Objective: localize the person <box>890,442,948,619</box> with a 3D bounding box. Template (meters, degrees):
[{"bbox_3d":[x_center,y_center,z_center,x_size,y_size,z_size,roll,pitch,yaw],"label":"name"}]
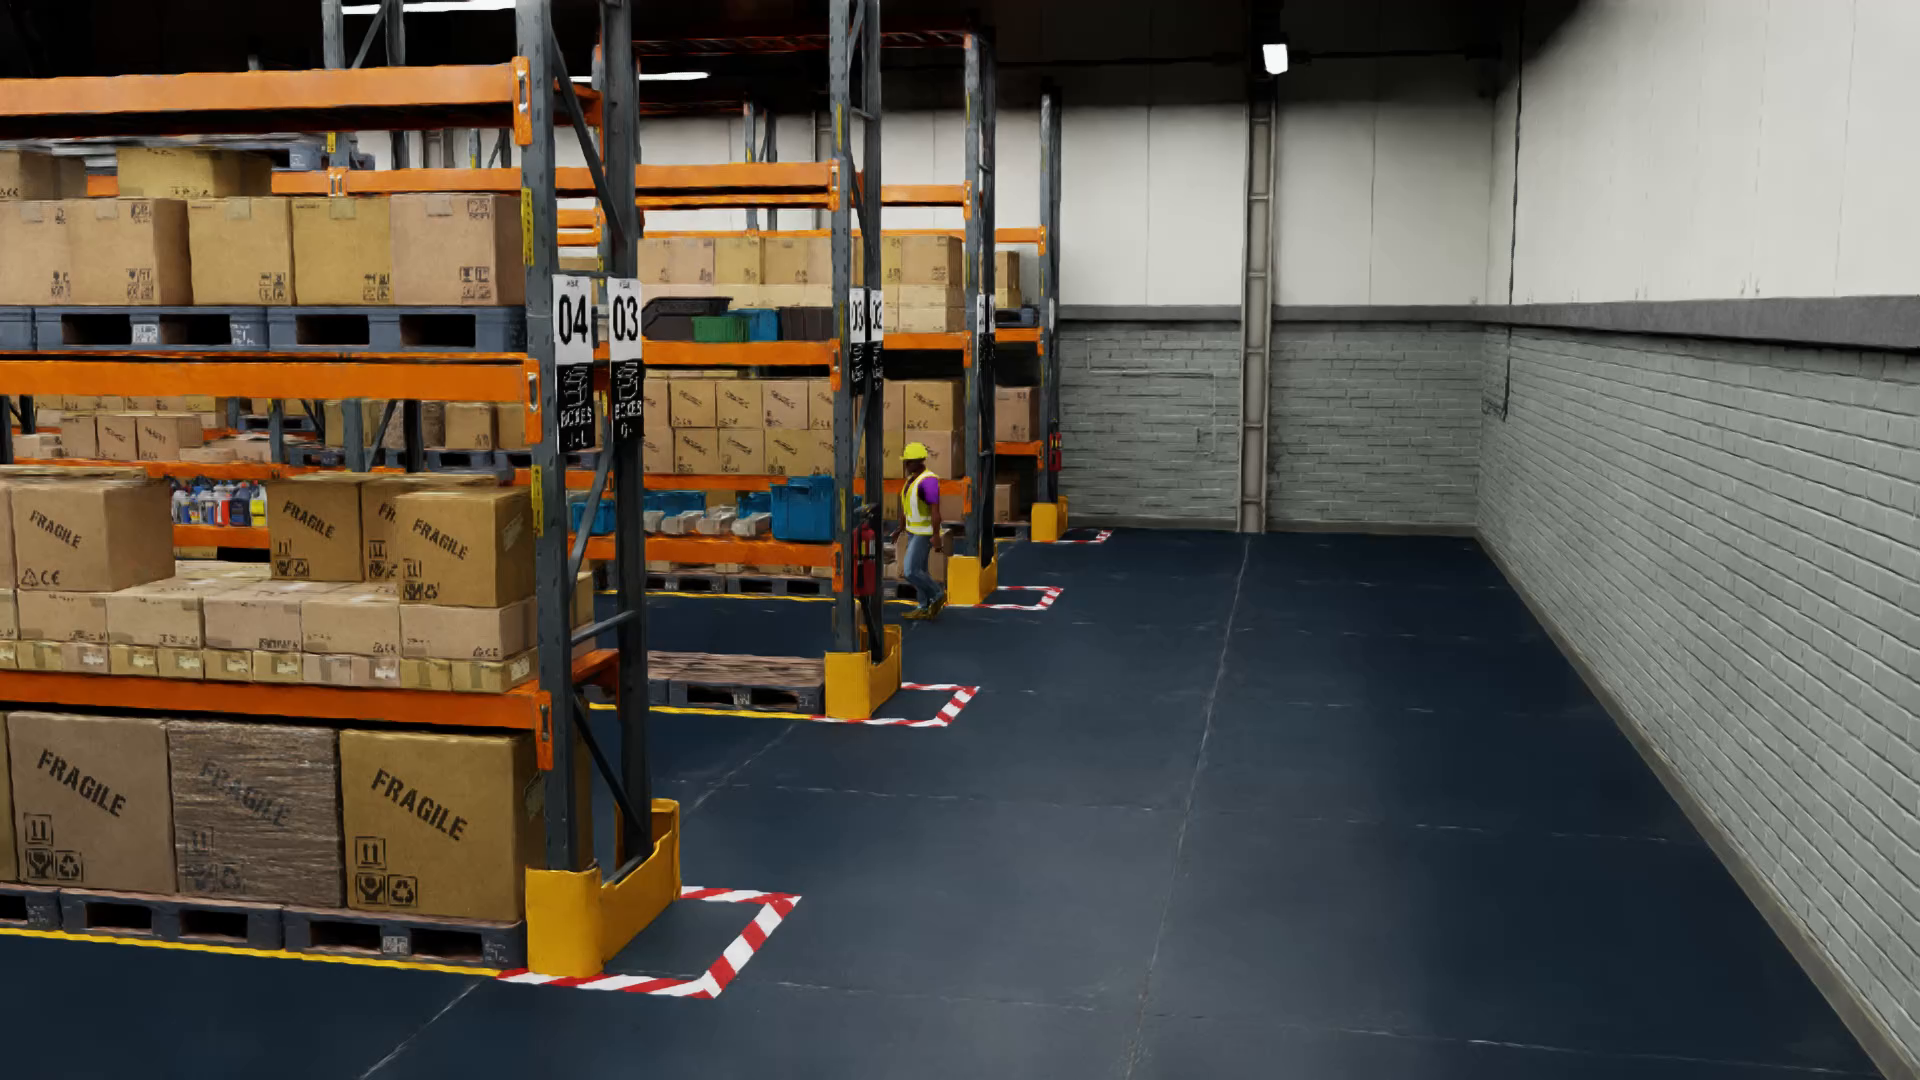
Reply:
[{"bbox_3d":[-0.366,-0.079,16.169,0.494,1.754,0.726,-3,9,-22],"label":"person"}]
